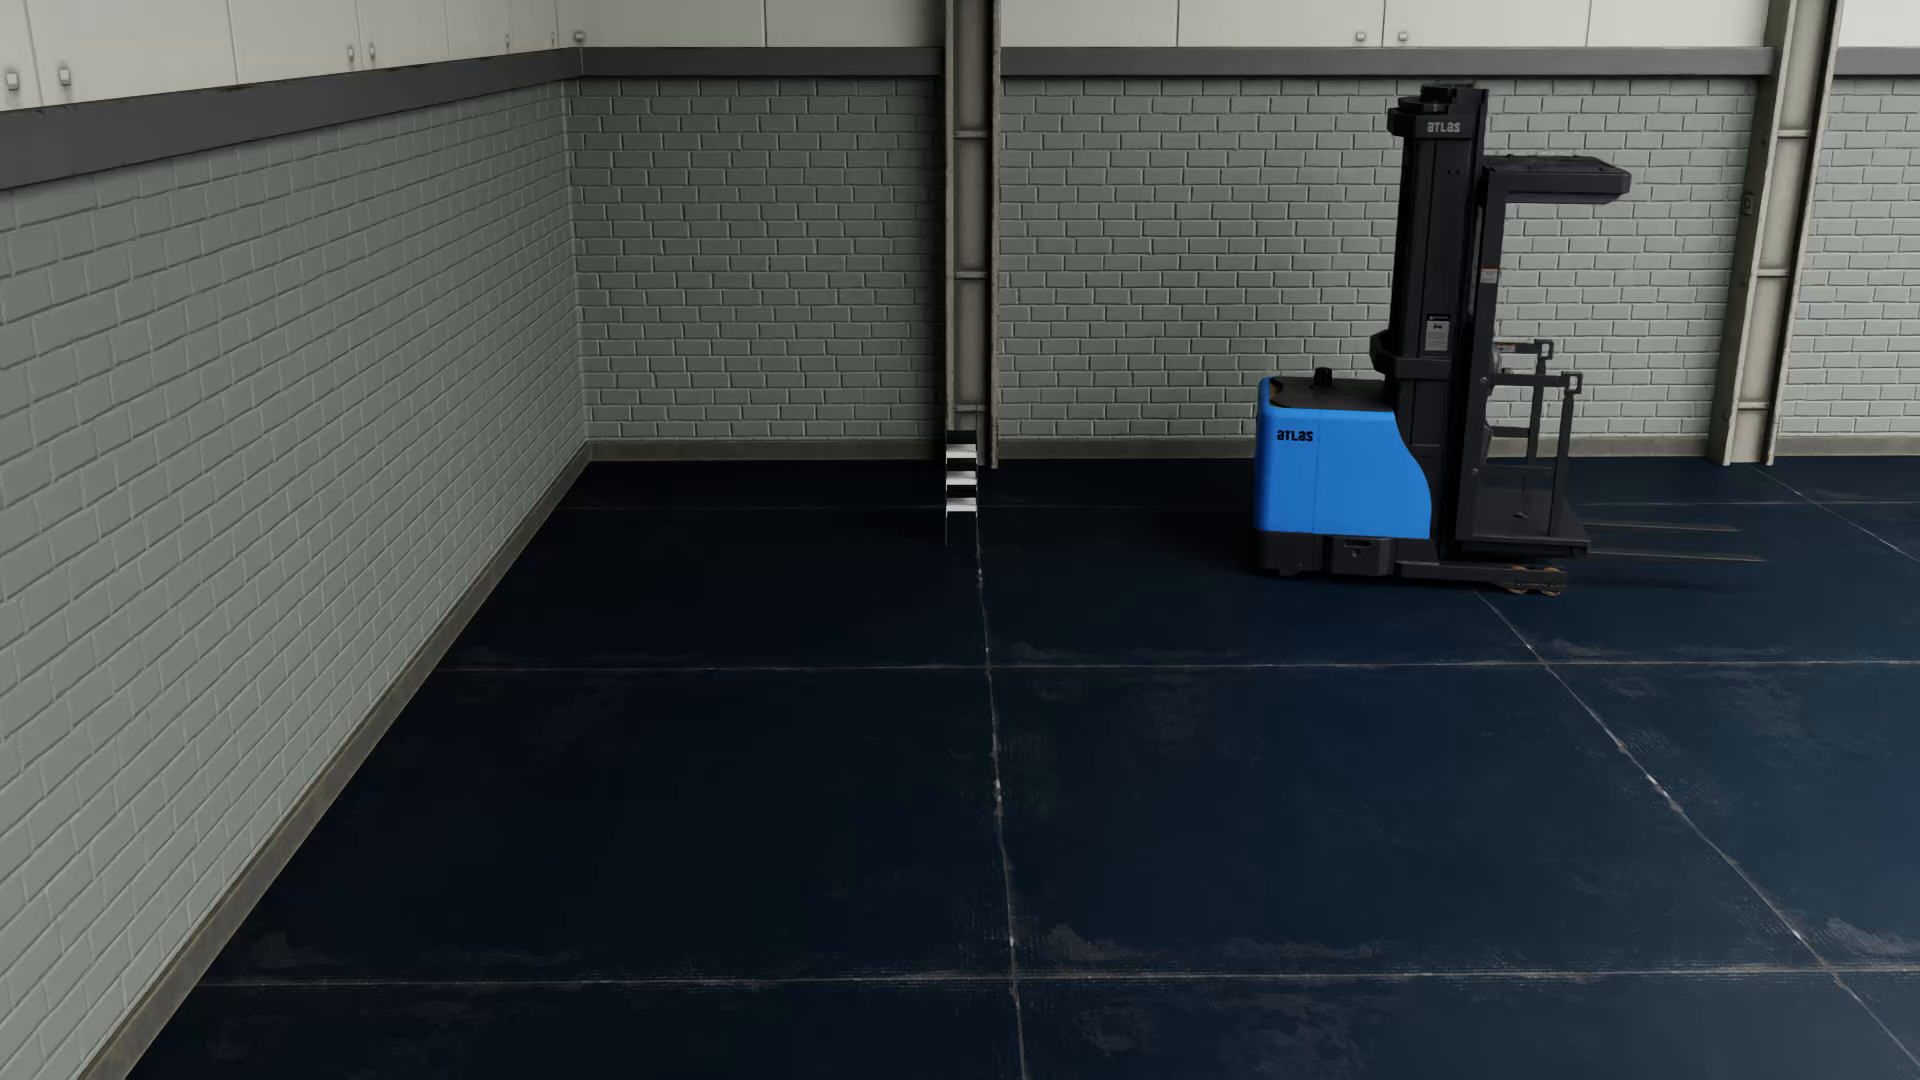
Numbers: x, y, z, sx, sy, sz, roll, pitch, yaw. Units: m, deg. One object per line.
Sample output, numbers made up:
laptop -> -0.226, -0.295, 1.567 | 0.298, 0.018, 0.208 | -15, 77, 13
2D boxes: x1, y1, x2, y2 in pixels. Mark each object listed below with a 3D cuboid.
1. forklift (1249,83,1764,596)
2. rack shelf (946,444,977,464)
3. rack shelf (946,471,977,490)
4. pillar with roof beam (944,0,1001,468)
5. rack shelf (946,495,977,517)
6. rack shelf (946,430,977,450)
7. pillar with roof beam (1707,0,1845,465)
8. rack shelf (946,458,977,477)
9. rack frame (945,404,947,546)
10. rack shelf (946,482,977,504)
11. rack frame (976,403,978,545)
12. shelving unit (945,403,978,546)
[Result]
forklift -> 3.365, -1.236, 10.103 | 3.031, 2.935, 1.130 | 3, 18, 9
rack shelf -> 0.008, -0.568, 10.865 | 0.200, 0.077, 0.258 | 0, 18, -1
rack shelf -> 0.008, -0.397, 10.920 | 0.200, 0.077, 0.258 | 0, 18, -1
pillar with roof beam -> 0.156, -3.566, 7.433 | 0.400, 9.000, 9.100 | 0, 18, -1
rack shelf -> 0.008, -0.225, 10.975 | 0.200, 0.077, 0.258 | 0, 18, -1
rack shelf -> 0.008, -0.654, 10.838 | 0.200, 0.077, 0.258 | 0, 18, -1
pillar with roof beam -> 6.155, -3.595, 7.523 | 0.400, 9.000, 9.100 | 0, 18, -1
rack shelf -> 0.008, -0.482, 10.893 | 0.200, 0.077, 0.258 | 0, 18, -1
rack frame -> -0.094, -0.428, 10.909 | 0.006, 0.900, 0.240 | 0, 18, -1
rack shelf -> 0.008, -0.311, 10.948 | 0.200, 0.077, 0.258 | 0, 18, -1
rack frame -> 0.110, -0.429, 10.912 | 0.006, 0.900, 0.240 | 0, 18, -1
shelving unit -> 0.008, -0.429, 10.910 | 0.210, 0.900, 0.258 | 0, 18, -1
